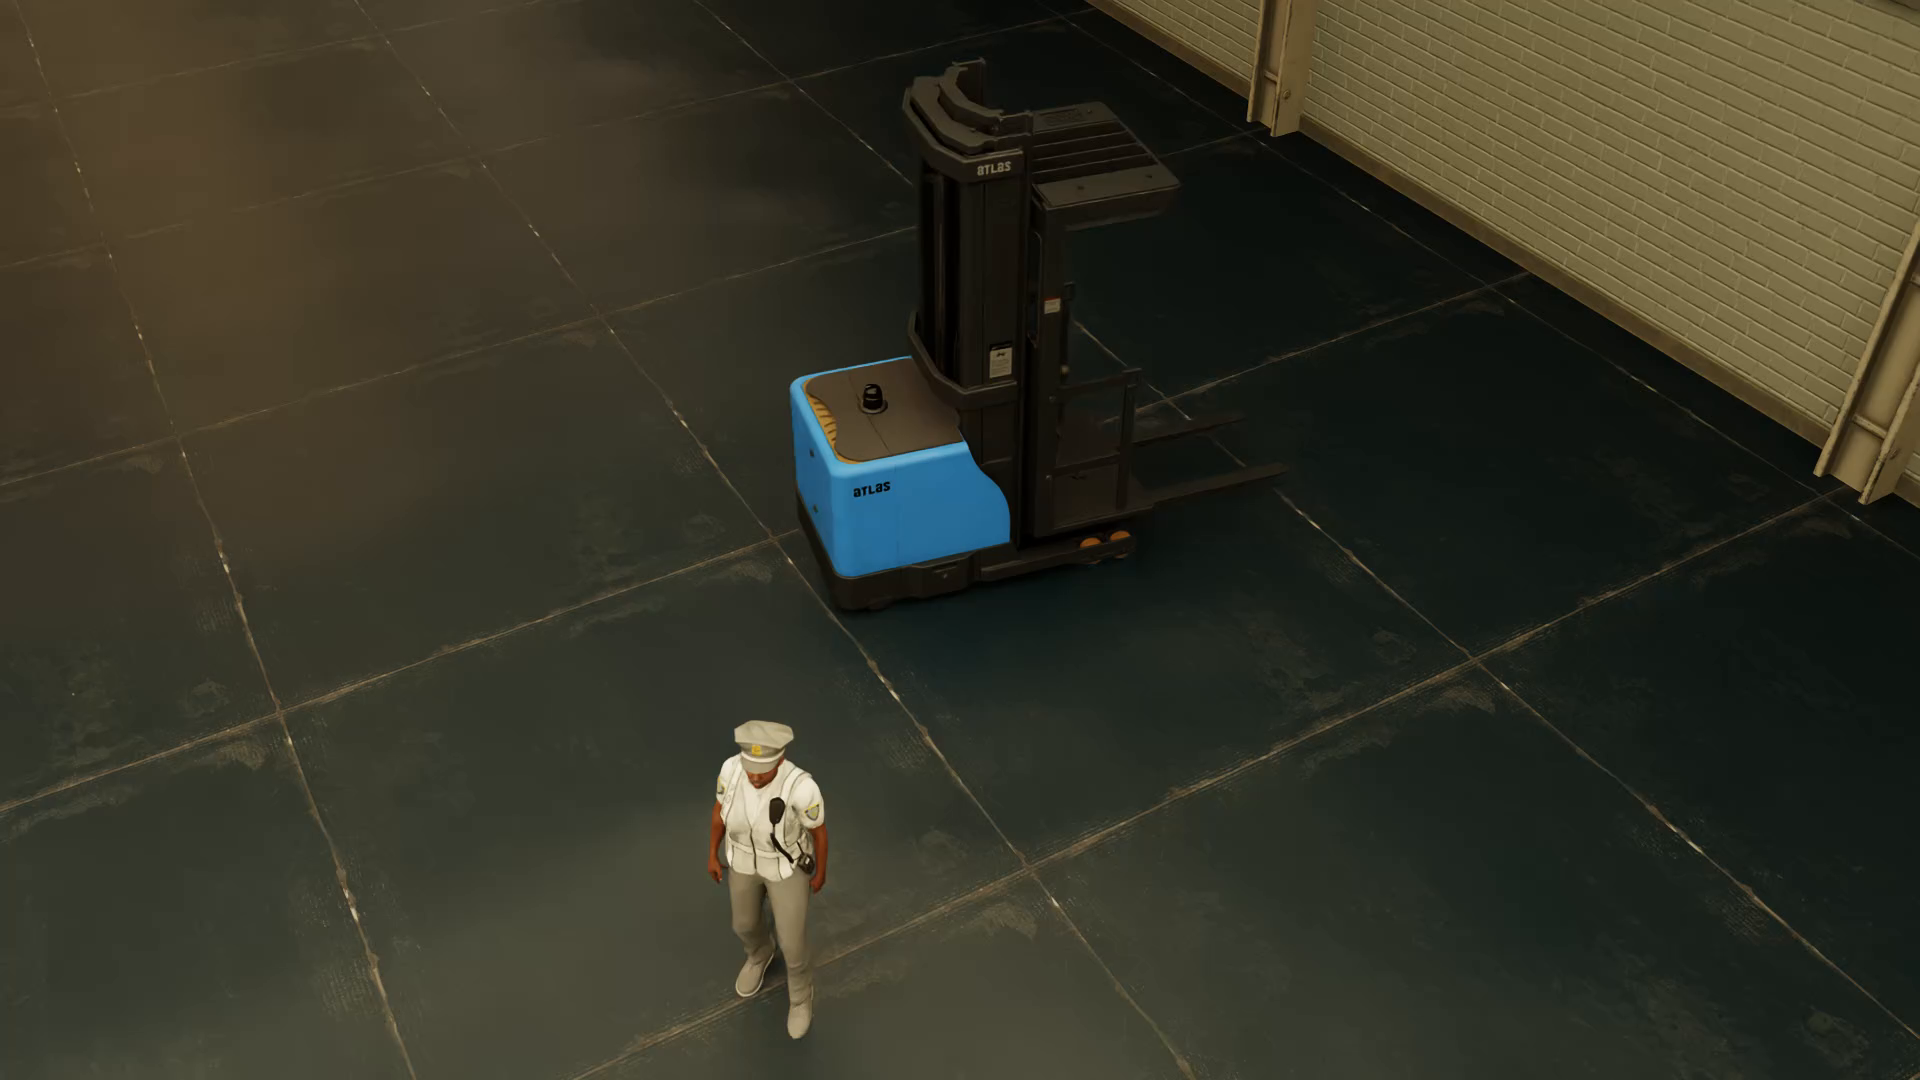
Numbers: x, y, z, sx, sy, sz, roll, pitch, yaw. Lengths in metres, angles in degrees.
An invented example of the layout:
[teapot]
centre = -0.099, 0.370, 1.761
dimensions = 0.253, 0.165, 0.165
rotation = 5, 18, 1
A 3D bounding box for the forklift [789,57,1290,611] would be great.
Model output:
[forklift]
centre = 0.552, -1.283, 9.583
dimensions = 3.031, 2.935, 1.130
rotation = -13, 41, -15

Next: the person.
[person]
centre = -0.858, 1.465, 7.279
dimensions = 0.530, 1.716, 0.470
rotation = 12, 41, 15
